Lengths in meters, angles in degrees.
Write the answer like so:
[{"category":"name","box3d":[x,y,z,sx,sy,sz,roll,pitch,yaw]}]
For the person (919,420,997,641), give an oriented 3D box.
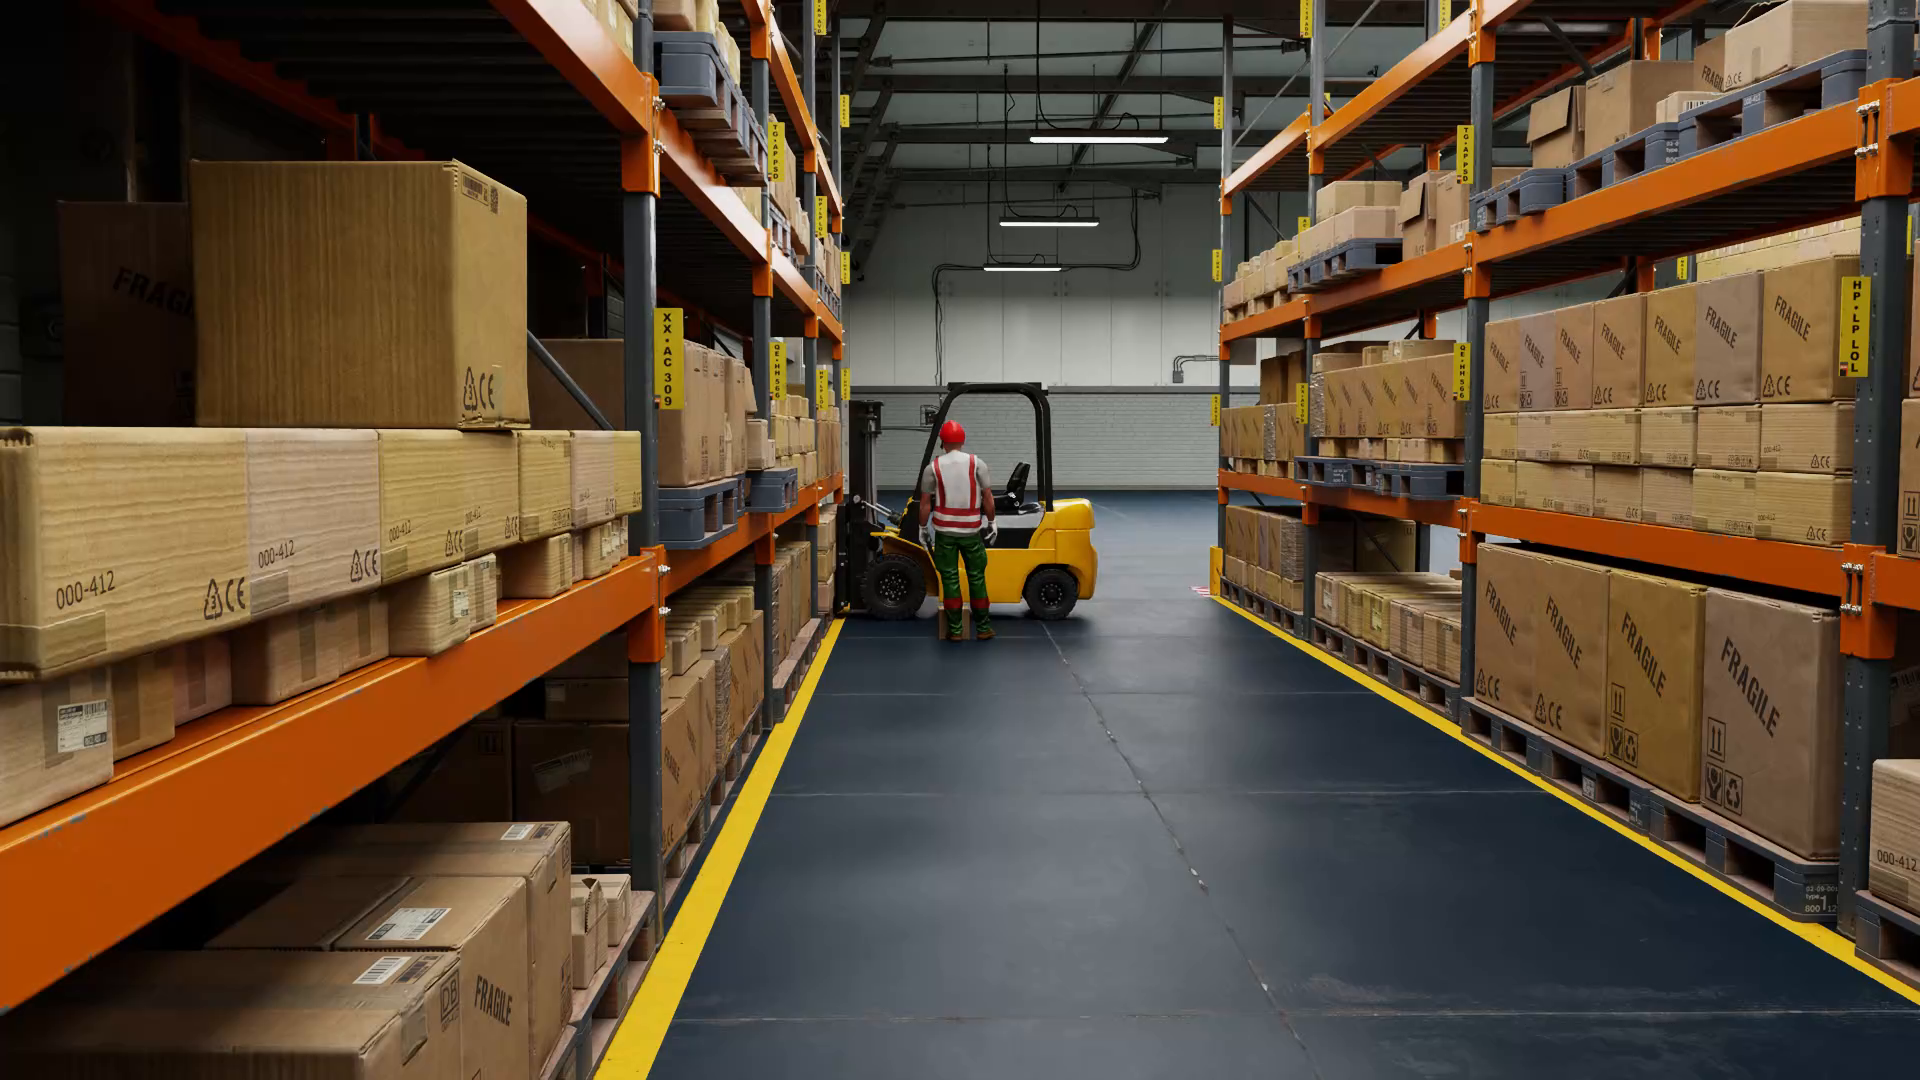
[{"category":"person","box3d":[-0.017,-0.078,13.552,0.638,1.787,0.564,0,4,-1]}]
